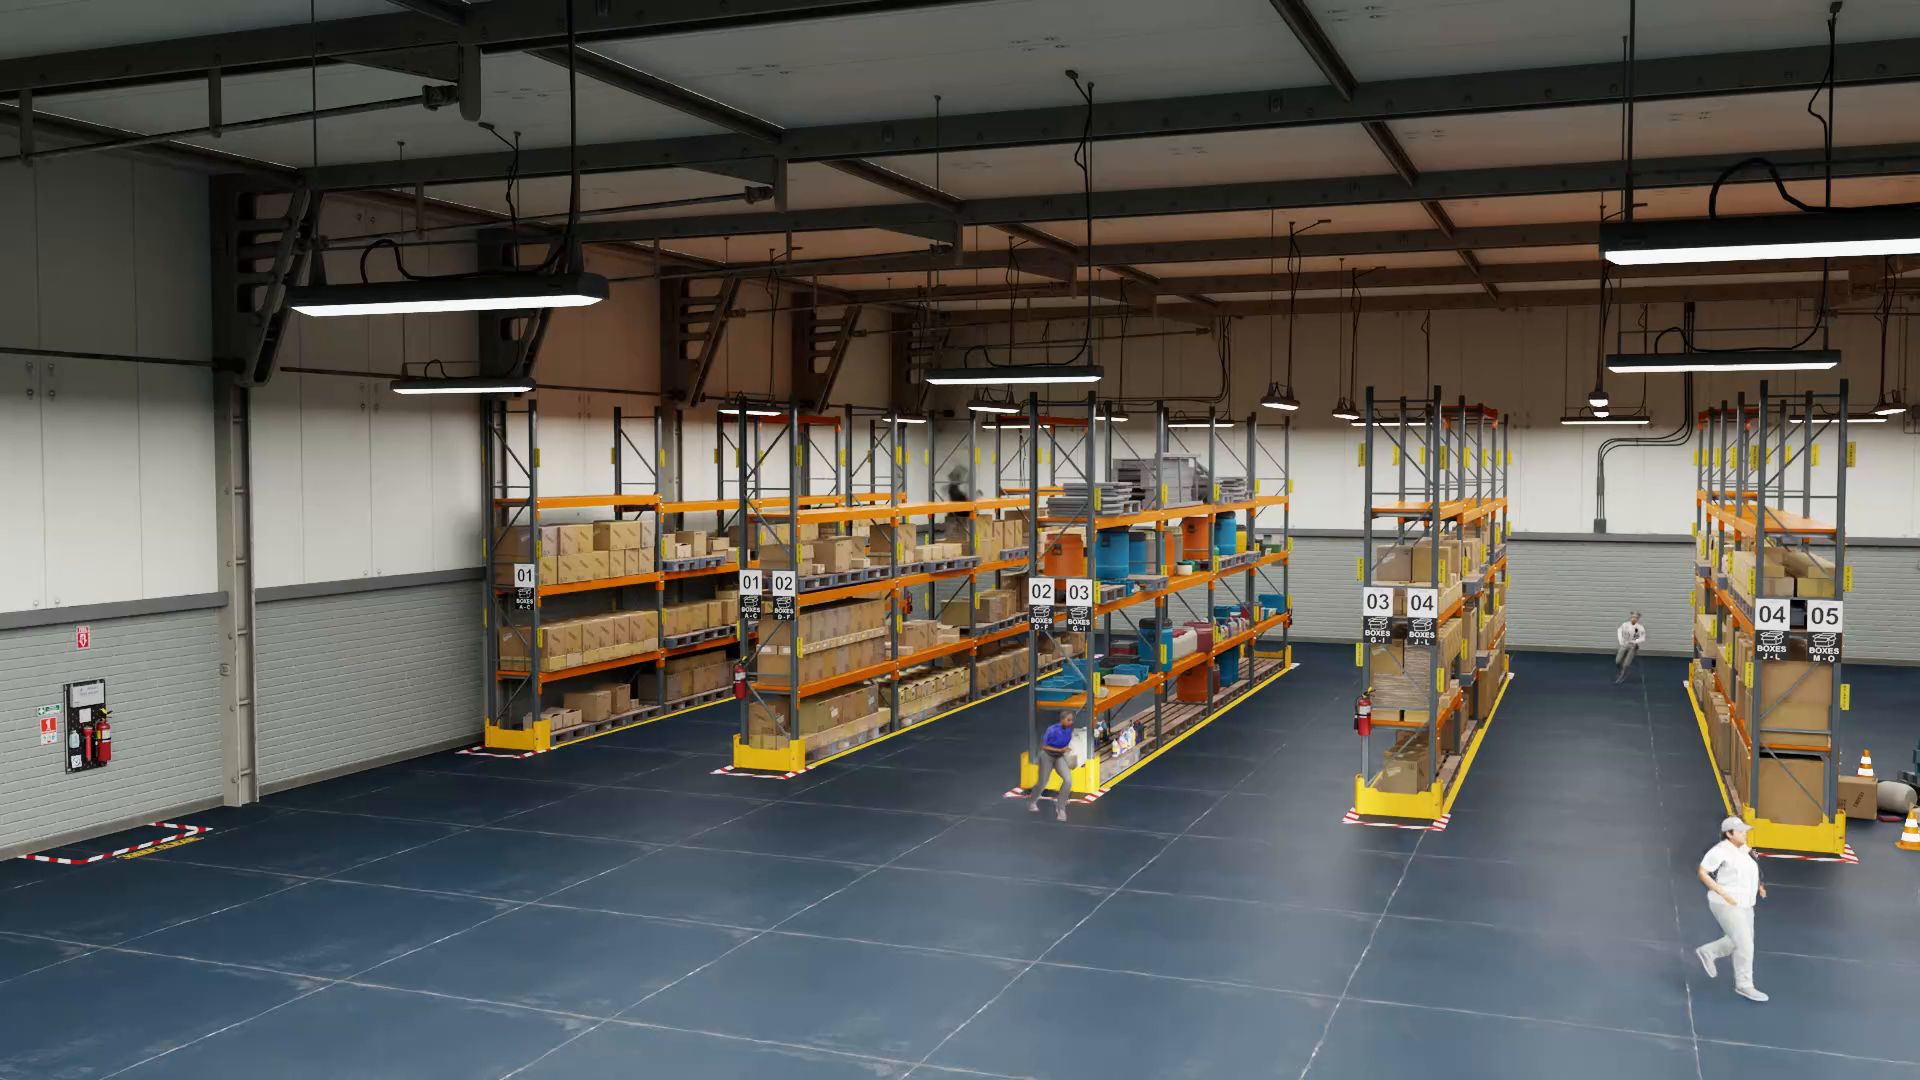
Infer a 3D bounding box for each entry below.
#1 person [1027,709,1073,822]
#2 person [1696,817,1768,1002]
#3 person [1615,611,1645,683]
[{"bbox_3d":[1.290,3.116,23.115,0.614,1.586,0.966,-2,3,-36],"label":"person"},{"bbox_3d":[7.196,3.407,15.551,0.615,1.652,0.764,-2,3,-36],"label":"person"},{"bbox_3d":[14.796,2.376,36.774,0.668,1.624,0.534,2,4,38],"label":"person"}]
